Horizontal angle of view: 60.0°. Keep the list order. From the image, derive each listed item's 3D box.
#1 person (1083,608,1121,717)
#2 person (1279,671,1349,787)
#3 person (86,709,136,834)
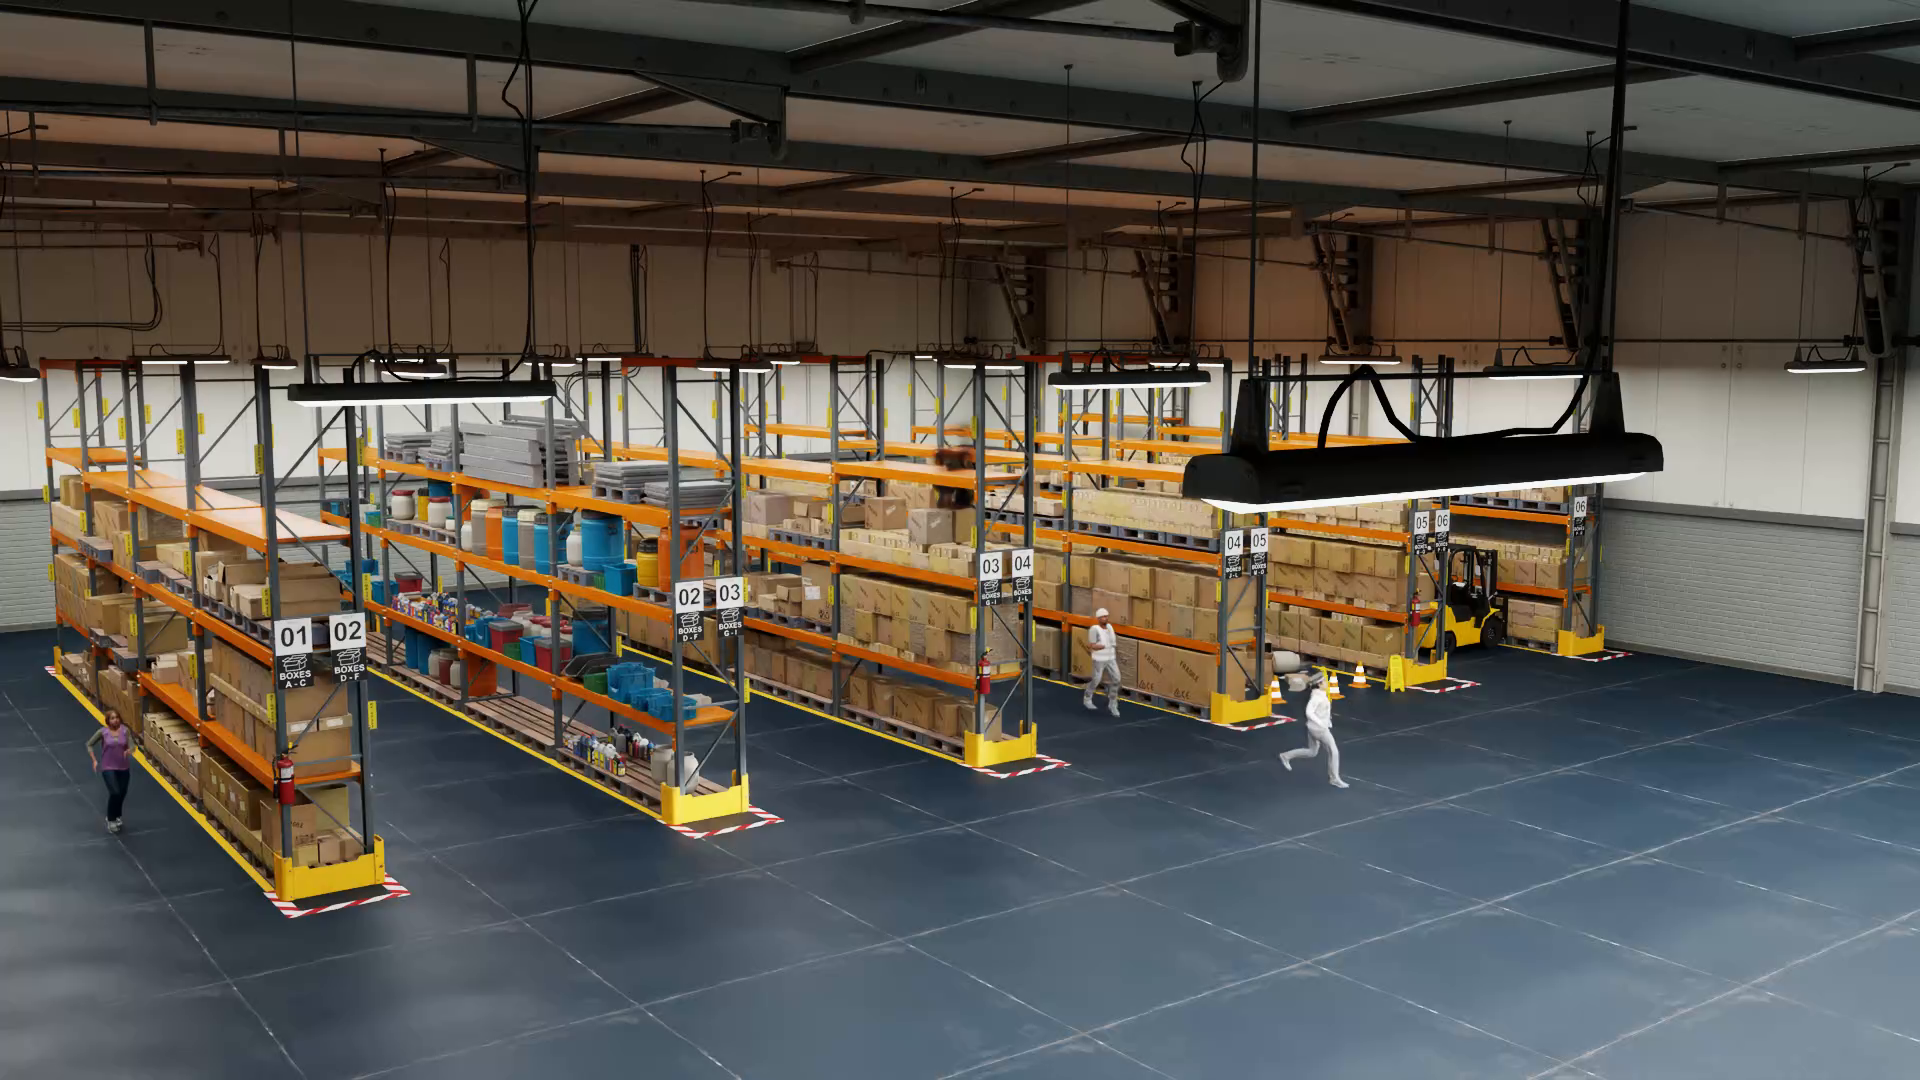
[{"bbox_3d":[2.425,2.068,28.173,0.661,1.846,0.785,-5,9,-36],"label":"person"},{"bbox_3d":[5.054,2.696,23.651,0.996,1.687,0.595,0,7,0],"label":"person"},{"bbox_3d":[-10.877,2.971,21.408,0.676,1.602,0.510,6,9,43],"label":"person"}]
